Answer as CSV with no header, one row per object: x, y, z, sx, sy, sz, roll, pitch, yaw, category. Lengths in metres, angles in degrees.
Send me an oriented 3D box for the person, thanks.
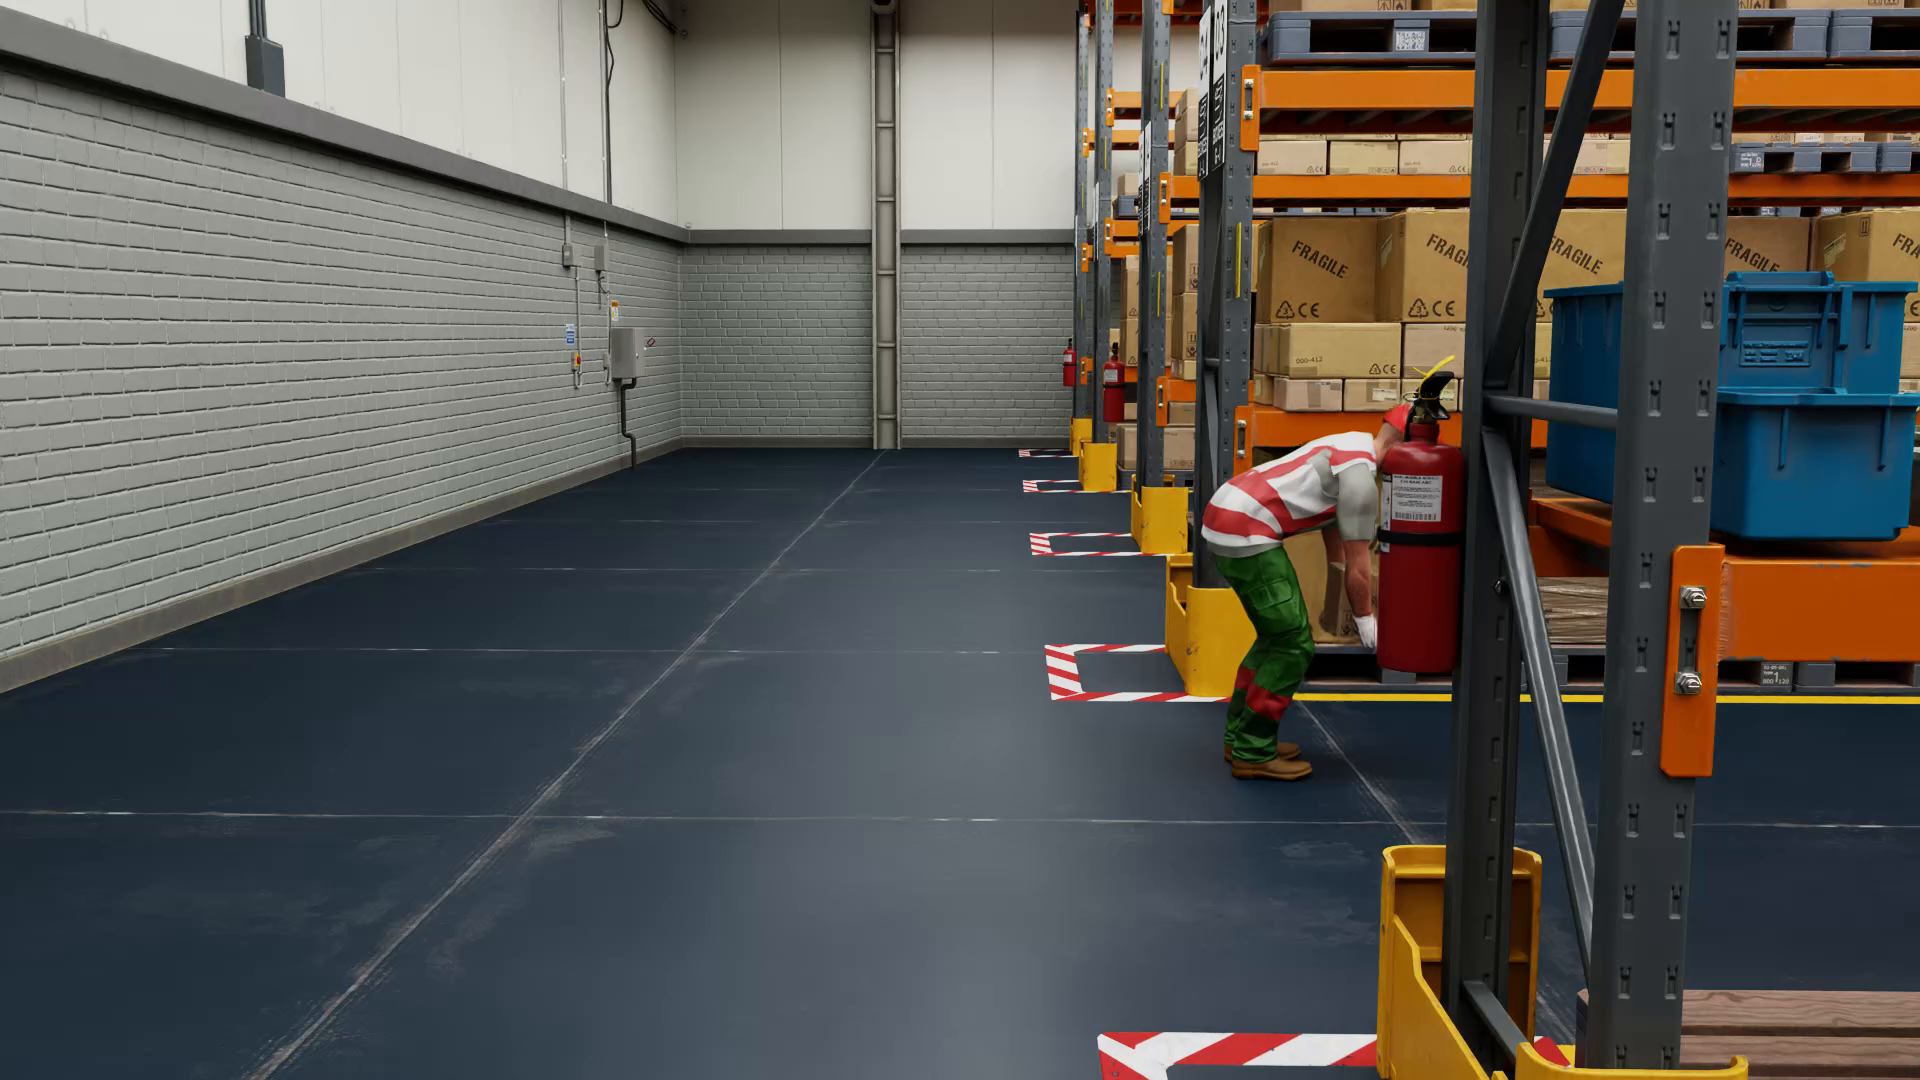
1.360,0.183,6.289,0.888,1.393,0.496,0,7,0,person
